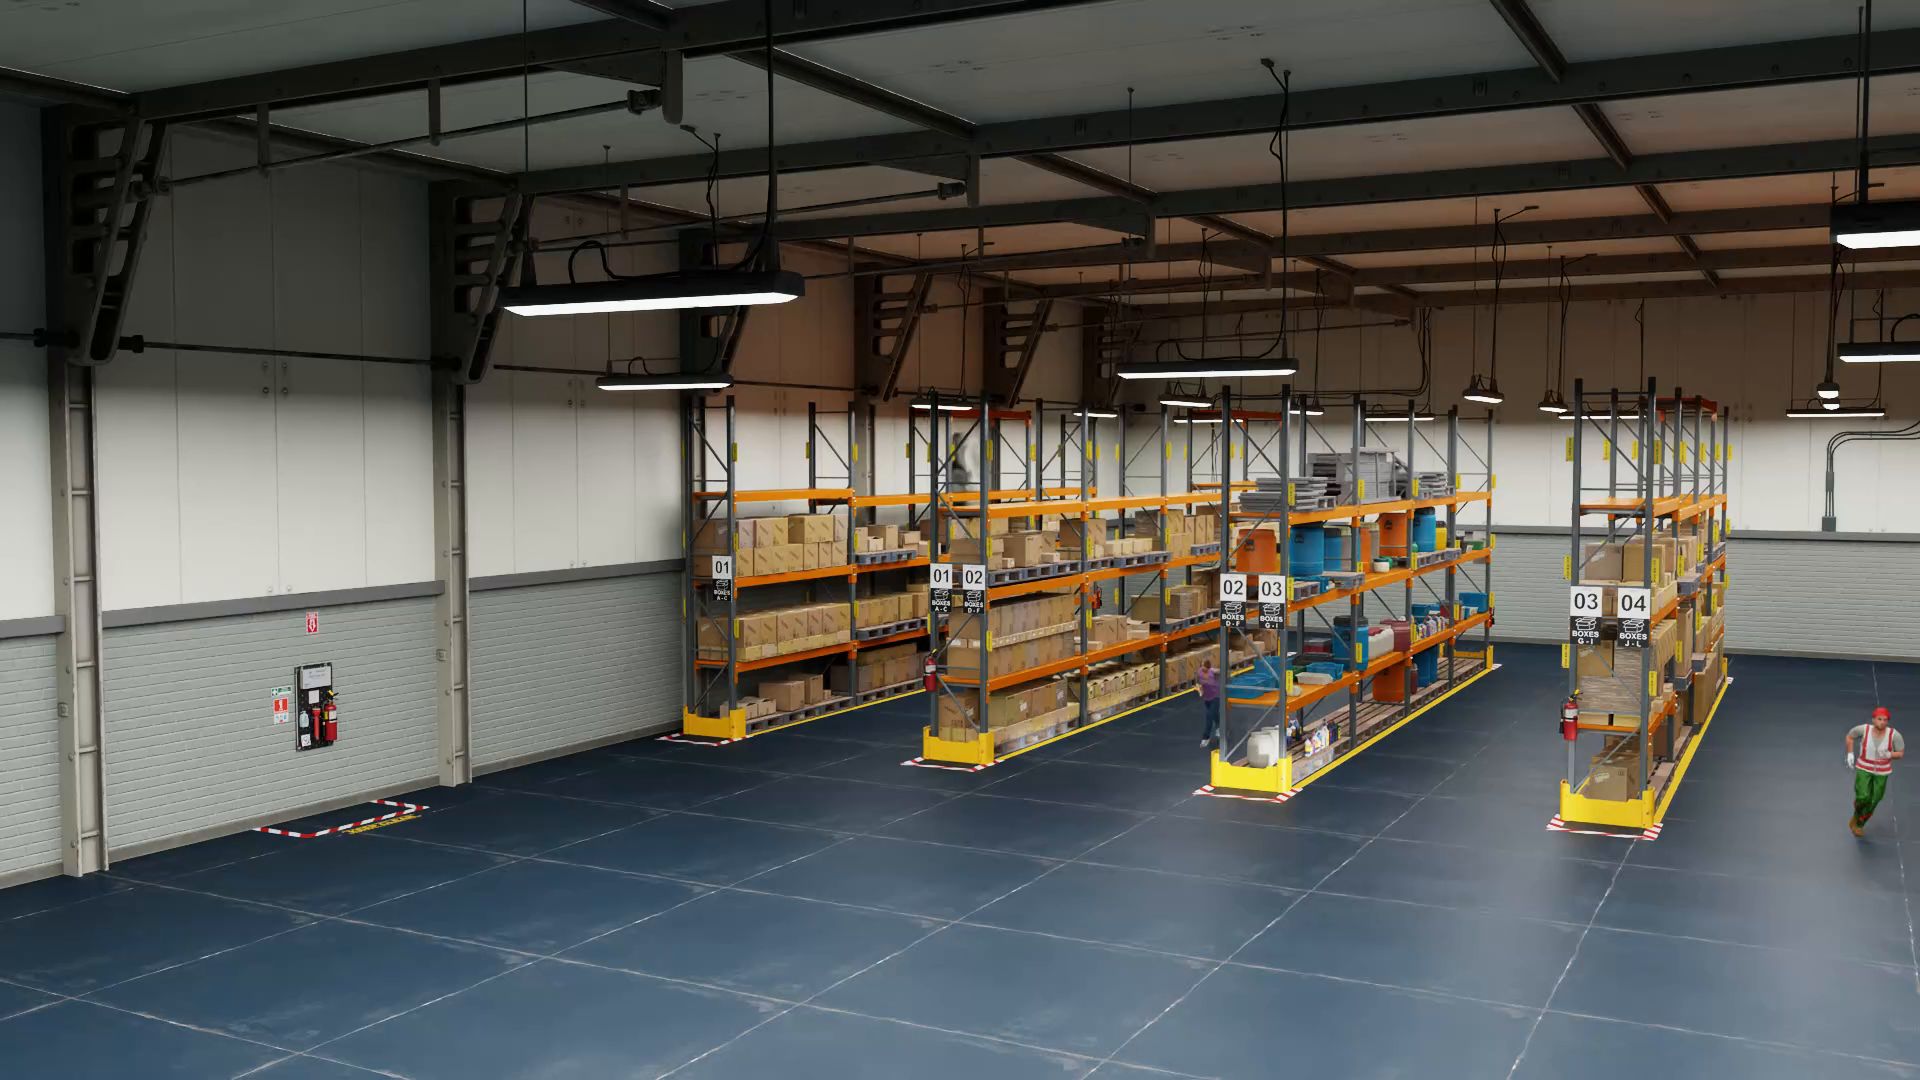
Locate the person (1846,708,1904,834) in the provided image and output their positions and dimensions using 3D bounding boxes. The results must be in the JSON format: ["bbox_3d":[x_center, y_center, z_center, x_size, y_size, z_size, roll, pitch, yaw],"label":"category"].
[{"bbox_3d":[11.854,2.998,21.543,0.628,1.705,0.680,1,3,18],"label":"person"}]

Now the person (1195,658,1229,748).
[{"bbox_3d":[4.355,2.759,28.525,0.578,1.546,0.919,2,3,31],"label":"person"}]
